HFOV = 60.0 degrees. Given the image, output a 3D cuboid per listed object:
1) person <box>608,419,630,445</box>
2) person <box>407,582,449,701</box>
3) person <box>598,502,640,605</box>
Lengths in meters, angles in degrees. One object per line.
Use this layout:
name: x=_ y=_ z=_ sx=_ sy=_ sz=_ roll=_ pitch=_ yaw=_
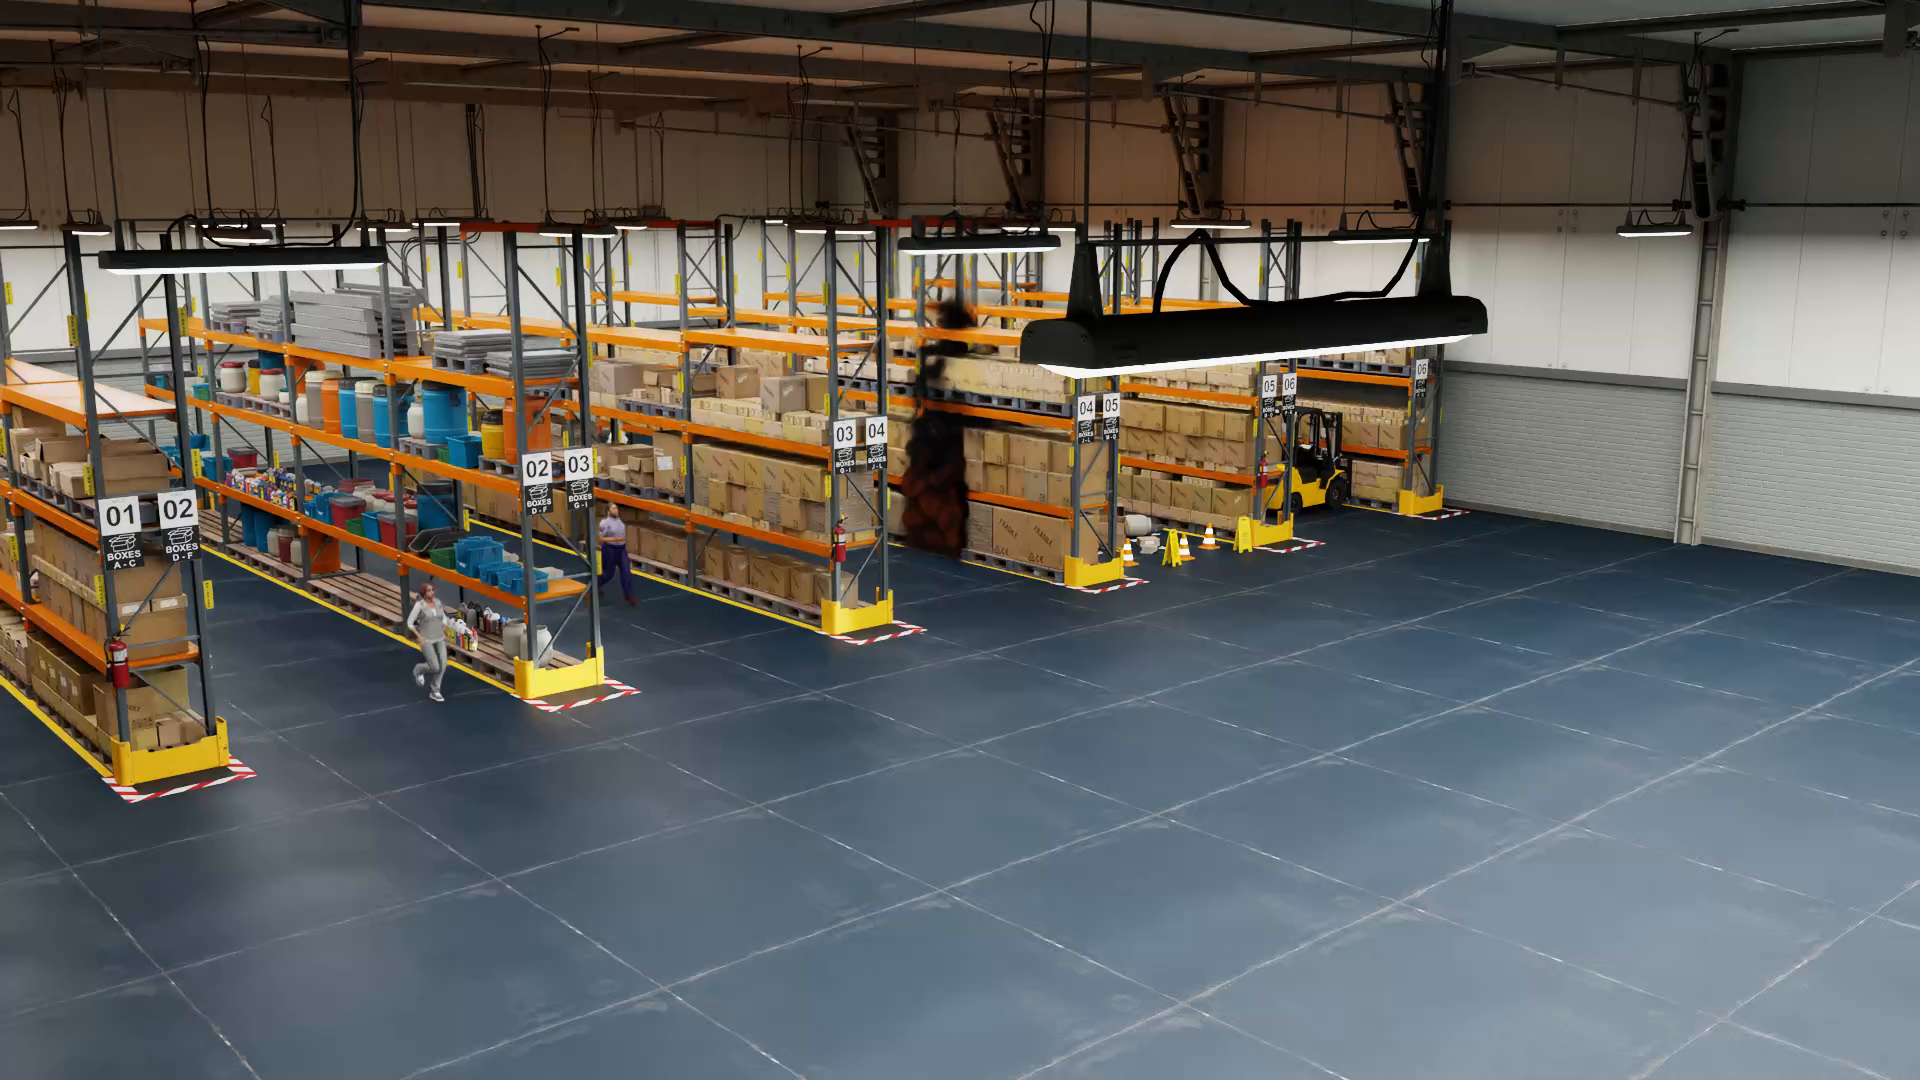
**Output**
person: x=-7.464 y=-1.795 z=36.409 sx=0.608 sy=1.730 sz=0.854 roll=-9 pitch=15 yaw=-38
person: x=-6.865 y=1.302 z=21.531 sx=0.549 sy=1.557 sz=0.538 roll=10 pitch=15 yaw=40
person: x=-5.551 y=0.208 z=26.650 sx=0.924 sy=1.636 sz=0.606 roll=7 pitch=13 yaw=32
